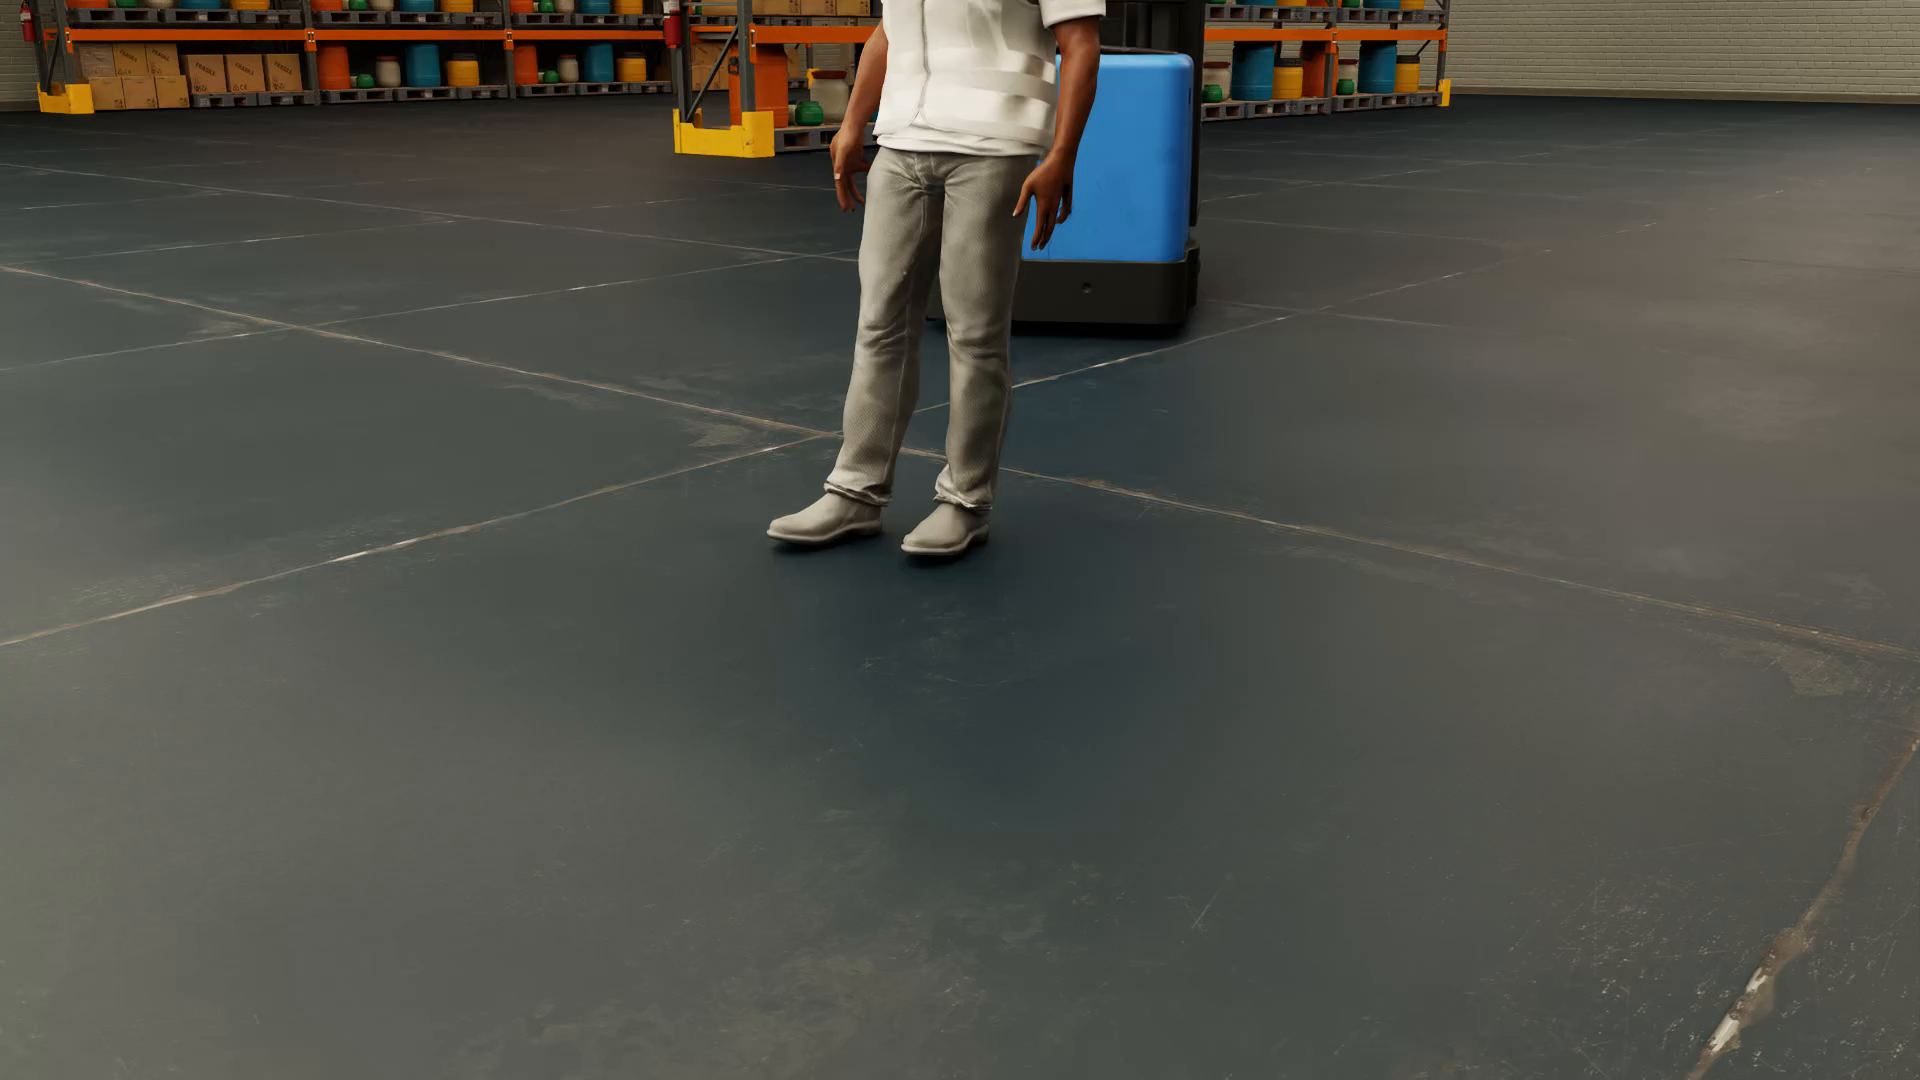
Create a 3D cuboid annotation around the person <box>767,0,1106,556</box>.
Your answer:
[{"bbox_3d":[-0.049,-0.838,3.635,0.665,1.768,0.575,13,21,37],"label":"person"}]

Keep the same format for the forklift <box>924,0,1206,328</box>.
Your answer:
[{"bbox_3d":[0.577,-2.622,7.532,1.130,2.935,3.031,3,17,8],"label":"forklift"}]
